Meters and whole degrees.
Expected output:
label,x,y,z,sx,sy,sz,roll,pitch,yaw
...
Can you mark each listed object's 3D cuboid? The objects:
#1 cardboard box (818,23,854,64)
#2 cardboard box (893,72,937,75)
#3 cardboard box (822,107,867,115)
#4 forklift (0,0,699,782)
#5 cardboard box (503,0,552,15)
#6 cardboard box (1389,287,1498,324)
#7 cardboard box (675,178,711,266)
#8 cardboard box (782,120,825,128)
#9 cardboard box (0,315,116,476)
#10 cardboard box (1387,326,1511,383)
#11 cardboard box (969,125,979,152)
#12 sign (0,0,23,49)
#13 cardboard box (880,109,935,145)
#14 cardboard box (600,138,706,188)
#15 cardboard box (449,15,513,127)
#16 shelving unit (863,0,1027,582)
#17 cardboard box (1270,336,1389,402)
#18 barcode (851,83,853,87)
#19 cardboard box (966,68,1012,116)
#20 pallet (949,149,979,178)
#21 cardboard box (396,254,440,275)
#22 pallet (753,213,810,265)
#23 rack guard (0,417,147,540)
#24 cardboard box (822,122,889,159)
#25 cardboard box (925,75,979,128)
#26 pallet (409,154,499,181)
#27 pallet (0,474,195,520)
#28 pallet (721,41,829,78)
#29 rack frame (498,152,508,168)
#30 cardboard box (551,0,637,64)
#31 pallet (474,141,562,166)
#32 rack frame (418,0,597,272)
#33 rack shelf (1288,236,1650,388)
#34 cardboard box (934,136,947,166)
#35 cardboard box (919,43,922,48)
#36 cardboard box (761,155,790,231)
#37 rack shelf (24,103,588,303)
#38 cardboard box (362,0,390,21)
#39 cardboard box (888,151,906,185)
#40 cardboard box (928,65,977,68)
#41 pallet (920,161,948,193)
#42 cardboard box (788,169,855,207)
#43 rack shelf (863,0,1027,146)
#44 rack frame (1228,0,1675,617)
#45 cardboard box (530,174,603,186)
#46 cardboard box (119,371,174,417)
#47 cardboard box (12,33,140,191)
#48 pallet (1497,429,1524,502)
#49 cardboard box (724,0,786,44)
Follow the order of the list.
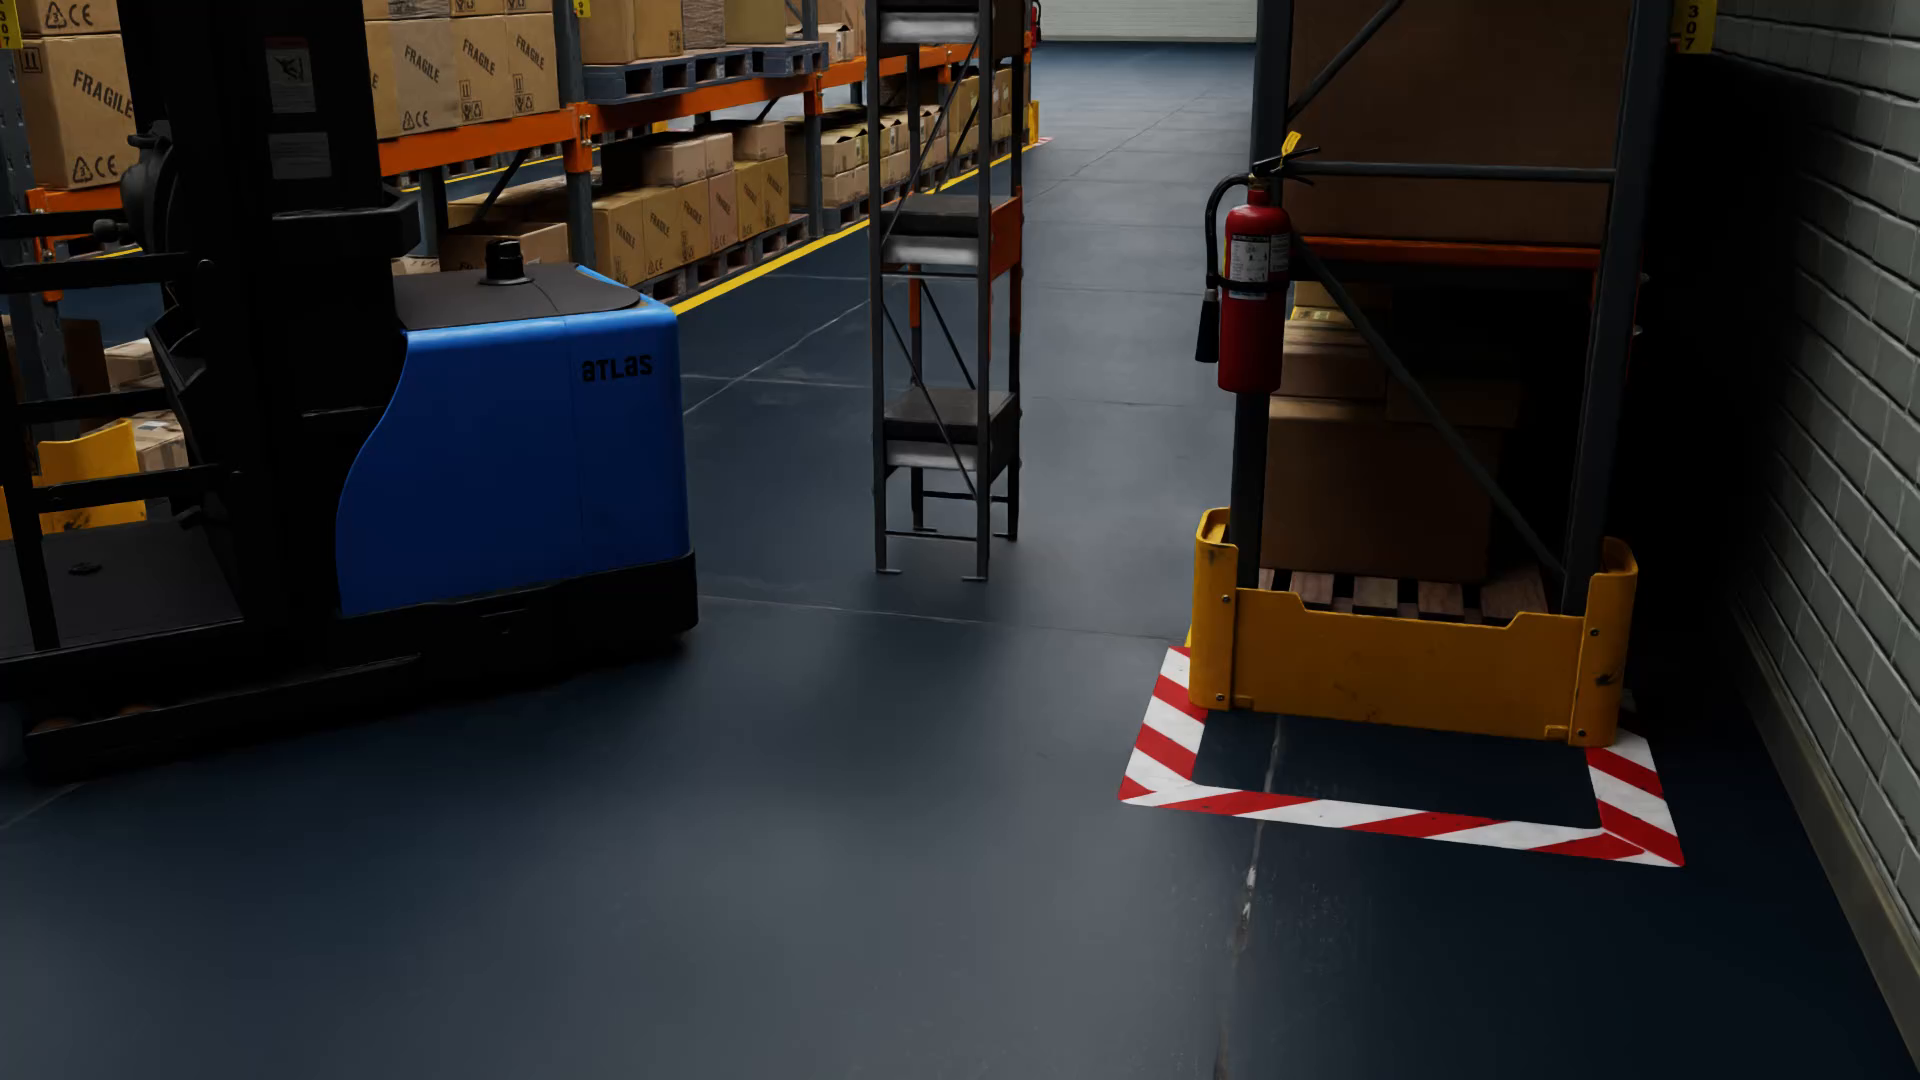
label,x,y,z,sx,sy,sz,roll,pitch,yaw
cardboard box,-1.179,-4.075,13.617,0.500,0.311,0.500,4,19,13
cardboard box,-0.455,-4.834,18.144,0.500,0.500,0.500,5,19,13
cardboard box,-1.078,-4.003,16.003,0.500,0.311,0.500,4,19,13
forklift,-2.355,-0.951,4.437,3.031,2.935,1.130,-10,21,-28
cardboard box,-2.436,-2.940,8.454,0.500,0.500,0.500,5,19,14
cardboard box,1.810,-0.848,6.243,0.380,0.149,0.250,5,19,14
cardboard box,-1.960,-2.081,10.825,0.500,0.500,0.500,5,19,14
cardboard box,-1.450,-3.521,14.591,0.500,0.311,0.500,5,19,13
cardboard box,-3.646,-0.560,6.374,0.500,0.500,0.500,5,19,13
cardboard box,1.624,-0.609,5.544,0.380,0.149,0.250,5,19,14
cardboard box,-0.074,-4.282,17.686,0.500,0.250,0.500,5,19,13
sign,-3.014,-1.712,5.220,0.100,0.325,0.005,5,19,13
cardboard box,-0.550,-3.956,15.866,0.500,0.311,0.500,5,20,15
cardboard box,-1.964,-2.425,10.673,0.500,0.250,0.500,5,19,13
cardboard box,-2.561,-2.308,8.148,0.500,0.500,0.500,5,20,15
shelving unit,-0.040,-0.942,5.696,0.431,2.100,0.503,5,19,13
cardboard box,1.193,-0.560,5.400,0.380,0.149,0.250,4,19,13
barcode,-1.075,-4.539,16.537,0.001,0.075,0.075,5,19,13
cardboard box,0.296,-5.106,18.941,0.500,0.500,0.500,5,19,13
pallet,-0.374,-4.033,17.668,1.003,0.211,1.213,5,19,13
cardboard box,-2.875,-1.420,9.184,0.500,0.311,0.500,5,19,13
pallet,-1.805,-2.302,12.601,1.003,0.211,1.213,5,19,13
rack guard,-3.522,-0.186,5.959,1.175,0.500,0.348,5,19,13
cardboard box,-0.926,-3.481,14.476,0.500,0.311,0.500,4,19,12
cardboard box,-0.077,-4.637,17.566,0.500,0.500,0.500,5,19,13
pallet,-5.565,-3.930,17.367,1.003,0.211,1.213,5,19,13
pallet,-3.328,-0.299,6.737,1.003,0.211,1.213,5,19,13
pallet,-1.683,-3.544,12.219,1.213,0.211,1.003,5,19,13
rack frame,-5.411,-5.499,17.646,1.000,3.000,0.127,5,19,13
cardboard box,-2.230,-2.976,9.455,0.700,0.500,0.500,-2,19,-5
pallet,-5.206,-4.386,18.703,1.003,0.211,1.213,5,19,13
rack frame,-2.563,-2.599,9.156,1.000,3.000,0.127,5,19,13
rack shelf,1.753,-1.242,6.295,1.077,0.370,4.000,5,19,13
cardboard box,-0.429,-3.851,16.426,0.500,0.250,0.500,4,19,13
cardboard box,-0.686,-4.878,16.059,0.500,0.250,0.500,6,20,17
cardboard box,-1.587,-2.566,12.247,0.500,0.500,0.500,5,20,16
rack shelf,-3.052,-1.632,7.437,1.077,0.370,4.000,5,19,13
cardboard box,-2.806,-2.464,7.059,0.500,0.500,0.500,4,19,13
cardboard box,-0.804,-3.373,15.026,0.500,0.250,0.500,5,20,14
cardboard box,-0.098,-5.305,19.523,0.500,0.500,0.500,5,19,13
pallet,-0.751,-3.553,16.262,1.003,0.211,1.213,5,19,13
cardboard box,-1.173,-2.891,13.616,0.500,0.250,0.500,5,19,13
rack shelf,-0.040,-1.591,5.474,0.431,0.518,0.480,5,19,13
rack frame,1.264,-0.955,4.343,1.000,3.000,0.127,5,19,13
cardboard box,-2.469,-2.113,10.919,0.500,0.500,0.500,5,19,14
cardboard box,-3.010,-0.557,6.751,0.500,0.250,0.500,5,19,13
cardboard box,-3.176,-1.511,5.815,0.500,0.500,0.500,5,20,15
pallet,1.684,-0.273,6.662,1.003,0.211,1.213,5,19,13
cardboard box,-1.630,-3.892,12.138,0.700,0.500,0.500,-2,19,-5
